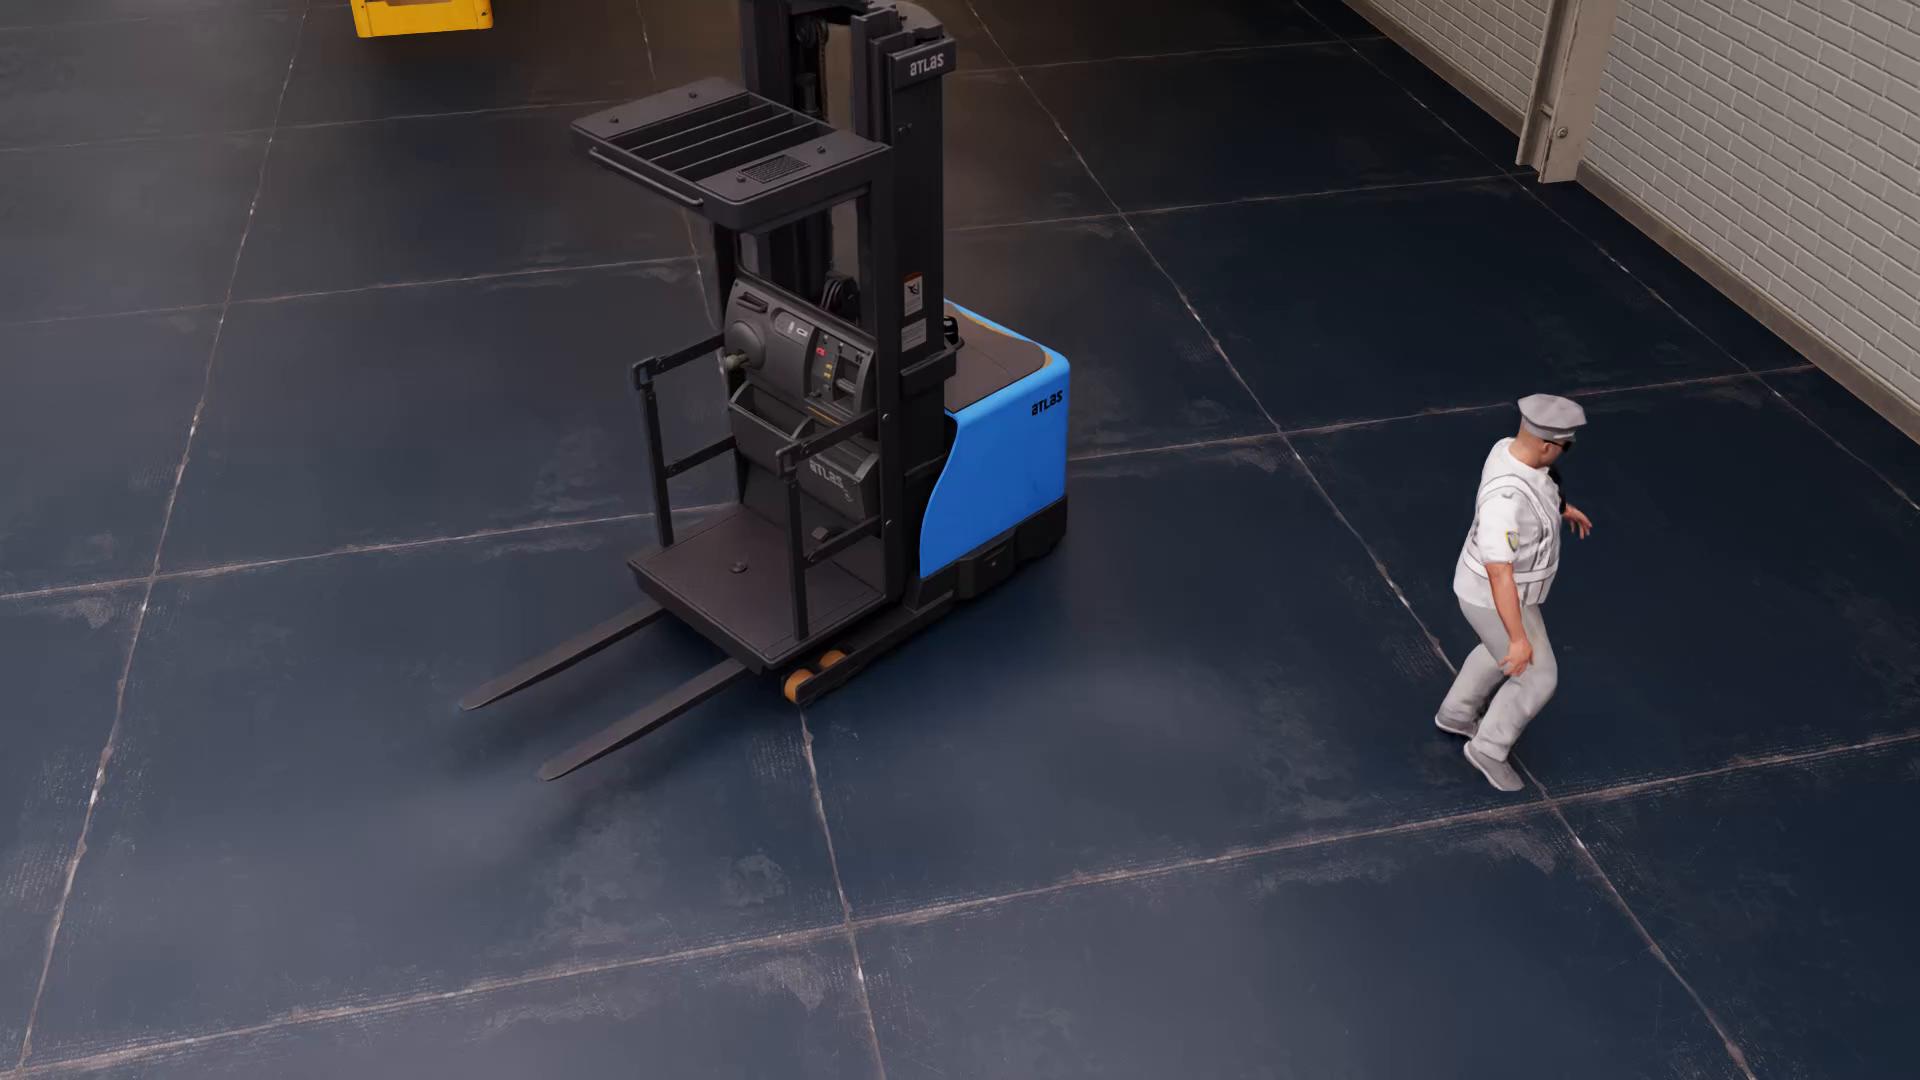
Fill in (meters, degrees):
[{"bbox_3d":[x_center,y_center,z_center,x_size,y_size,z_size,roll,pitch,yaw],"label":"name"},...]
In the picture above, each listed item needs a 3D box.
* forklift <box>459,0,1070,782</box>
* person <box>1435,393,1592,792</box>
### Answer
[{"bbox_3d":[-0.859,-0.780,7.135,3.031,2.935,1.130,-30,45,-35],"label":"forklift"},{"bbox_3d":[2.279,0.217,6.835,0.493,1.780,0.923,14,38,19],"label":"person"}]
